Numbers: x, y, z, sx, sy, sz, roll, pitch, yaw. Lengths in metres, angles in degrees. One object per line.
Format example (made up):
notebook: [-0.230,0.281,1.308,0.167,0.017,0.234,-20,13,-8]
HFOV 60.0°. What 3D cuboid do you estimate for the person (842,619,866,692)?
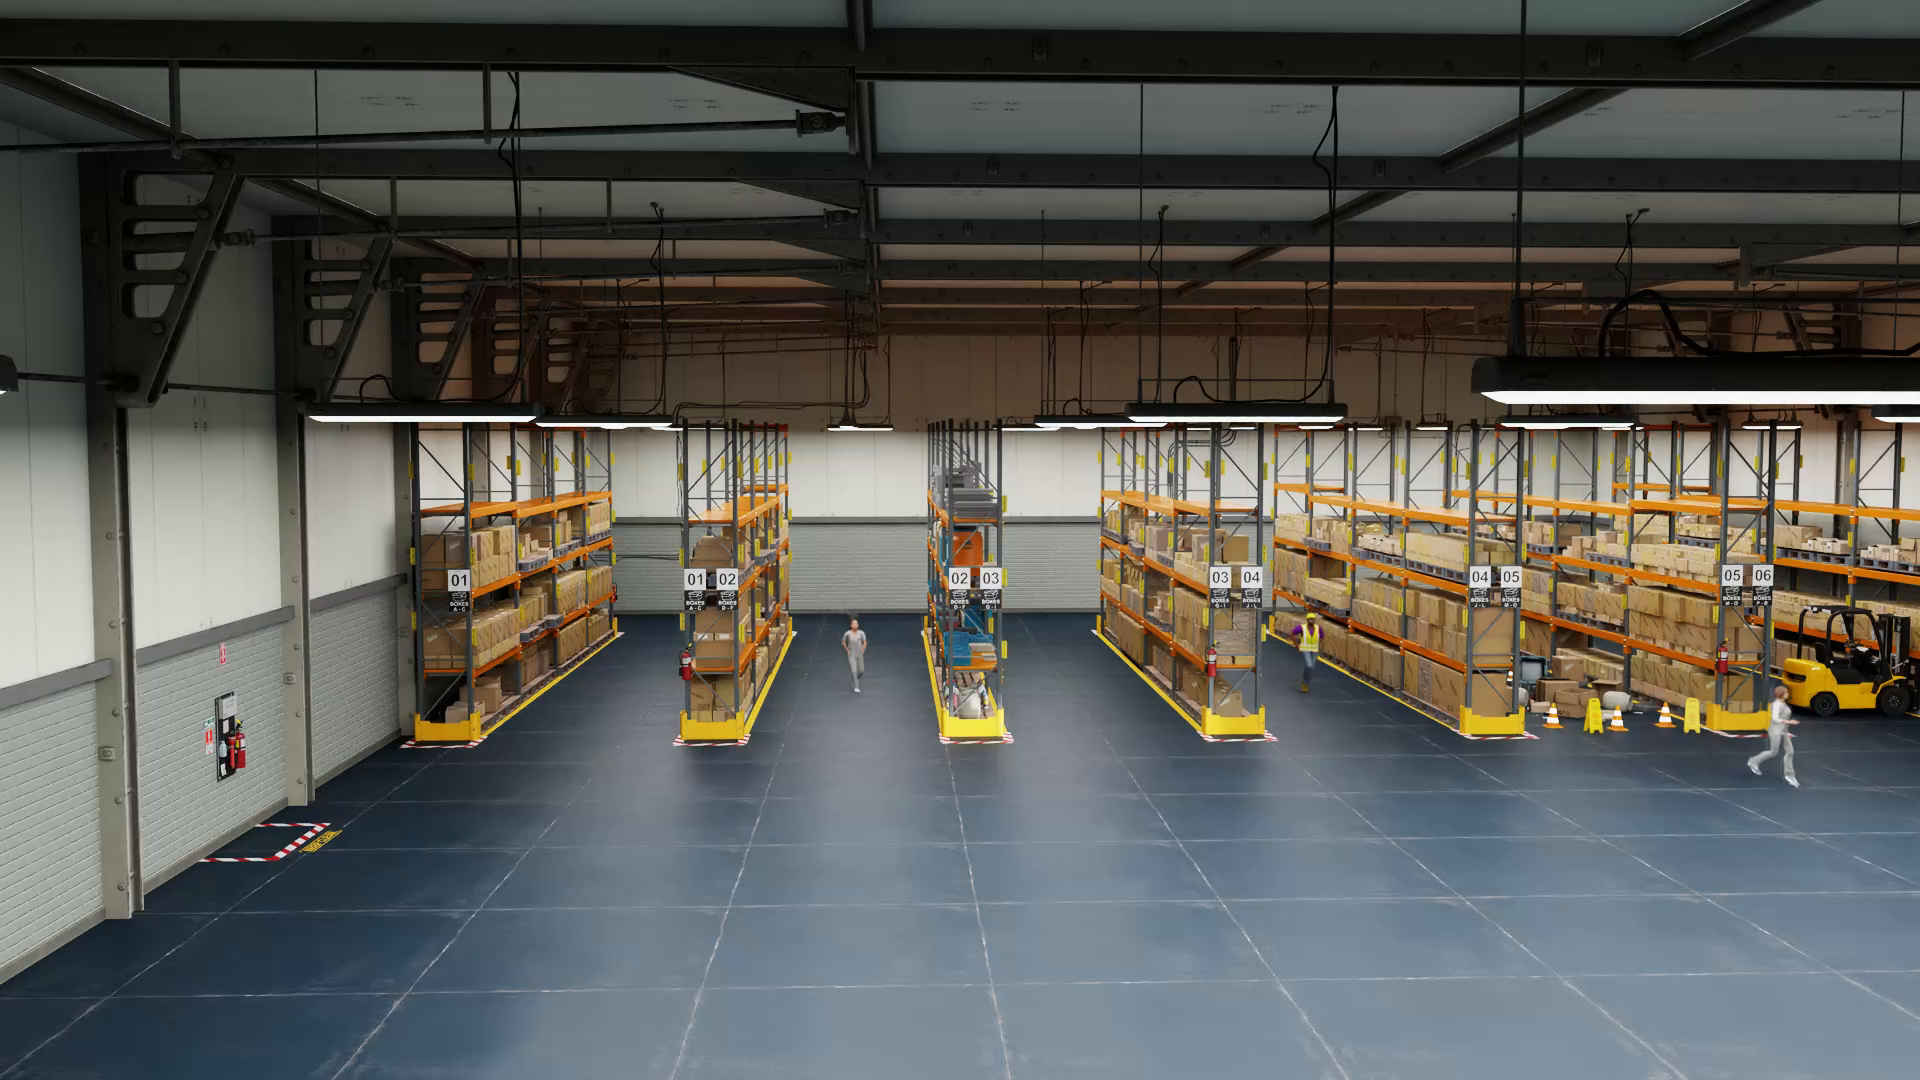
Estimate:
person: [-2.336,2.550,36.834,0.548,1.624,0.558,-1,4,-14]

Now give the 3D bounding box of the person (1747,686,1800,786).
person: [13.361,3.200,27.265,0.826,1.626,0.569,3,5,42]

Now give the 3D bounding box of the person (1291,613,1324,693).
person: [7.743,2.494,36.876,0.680,1.763,0.754,-1,4,-14]
